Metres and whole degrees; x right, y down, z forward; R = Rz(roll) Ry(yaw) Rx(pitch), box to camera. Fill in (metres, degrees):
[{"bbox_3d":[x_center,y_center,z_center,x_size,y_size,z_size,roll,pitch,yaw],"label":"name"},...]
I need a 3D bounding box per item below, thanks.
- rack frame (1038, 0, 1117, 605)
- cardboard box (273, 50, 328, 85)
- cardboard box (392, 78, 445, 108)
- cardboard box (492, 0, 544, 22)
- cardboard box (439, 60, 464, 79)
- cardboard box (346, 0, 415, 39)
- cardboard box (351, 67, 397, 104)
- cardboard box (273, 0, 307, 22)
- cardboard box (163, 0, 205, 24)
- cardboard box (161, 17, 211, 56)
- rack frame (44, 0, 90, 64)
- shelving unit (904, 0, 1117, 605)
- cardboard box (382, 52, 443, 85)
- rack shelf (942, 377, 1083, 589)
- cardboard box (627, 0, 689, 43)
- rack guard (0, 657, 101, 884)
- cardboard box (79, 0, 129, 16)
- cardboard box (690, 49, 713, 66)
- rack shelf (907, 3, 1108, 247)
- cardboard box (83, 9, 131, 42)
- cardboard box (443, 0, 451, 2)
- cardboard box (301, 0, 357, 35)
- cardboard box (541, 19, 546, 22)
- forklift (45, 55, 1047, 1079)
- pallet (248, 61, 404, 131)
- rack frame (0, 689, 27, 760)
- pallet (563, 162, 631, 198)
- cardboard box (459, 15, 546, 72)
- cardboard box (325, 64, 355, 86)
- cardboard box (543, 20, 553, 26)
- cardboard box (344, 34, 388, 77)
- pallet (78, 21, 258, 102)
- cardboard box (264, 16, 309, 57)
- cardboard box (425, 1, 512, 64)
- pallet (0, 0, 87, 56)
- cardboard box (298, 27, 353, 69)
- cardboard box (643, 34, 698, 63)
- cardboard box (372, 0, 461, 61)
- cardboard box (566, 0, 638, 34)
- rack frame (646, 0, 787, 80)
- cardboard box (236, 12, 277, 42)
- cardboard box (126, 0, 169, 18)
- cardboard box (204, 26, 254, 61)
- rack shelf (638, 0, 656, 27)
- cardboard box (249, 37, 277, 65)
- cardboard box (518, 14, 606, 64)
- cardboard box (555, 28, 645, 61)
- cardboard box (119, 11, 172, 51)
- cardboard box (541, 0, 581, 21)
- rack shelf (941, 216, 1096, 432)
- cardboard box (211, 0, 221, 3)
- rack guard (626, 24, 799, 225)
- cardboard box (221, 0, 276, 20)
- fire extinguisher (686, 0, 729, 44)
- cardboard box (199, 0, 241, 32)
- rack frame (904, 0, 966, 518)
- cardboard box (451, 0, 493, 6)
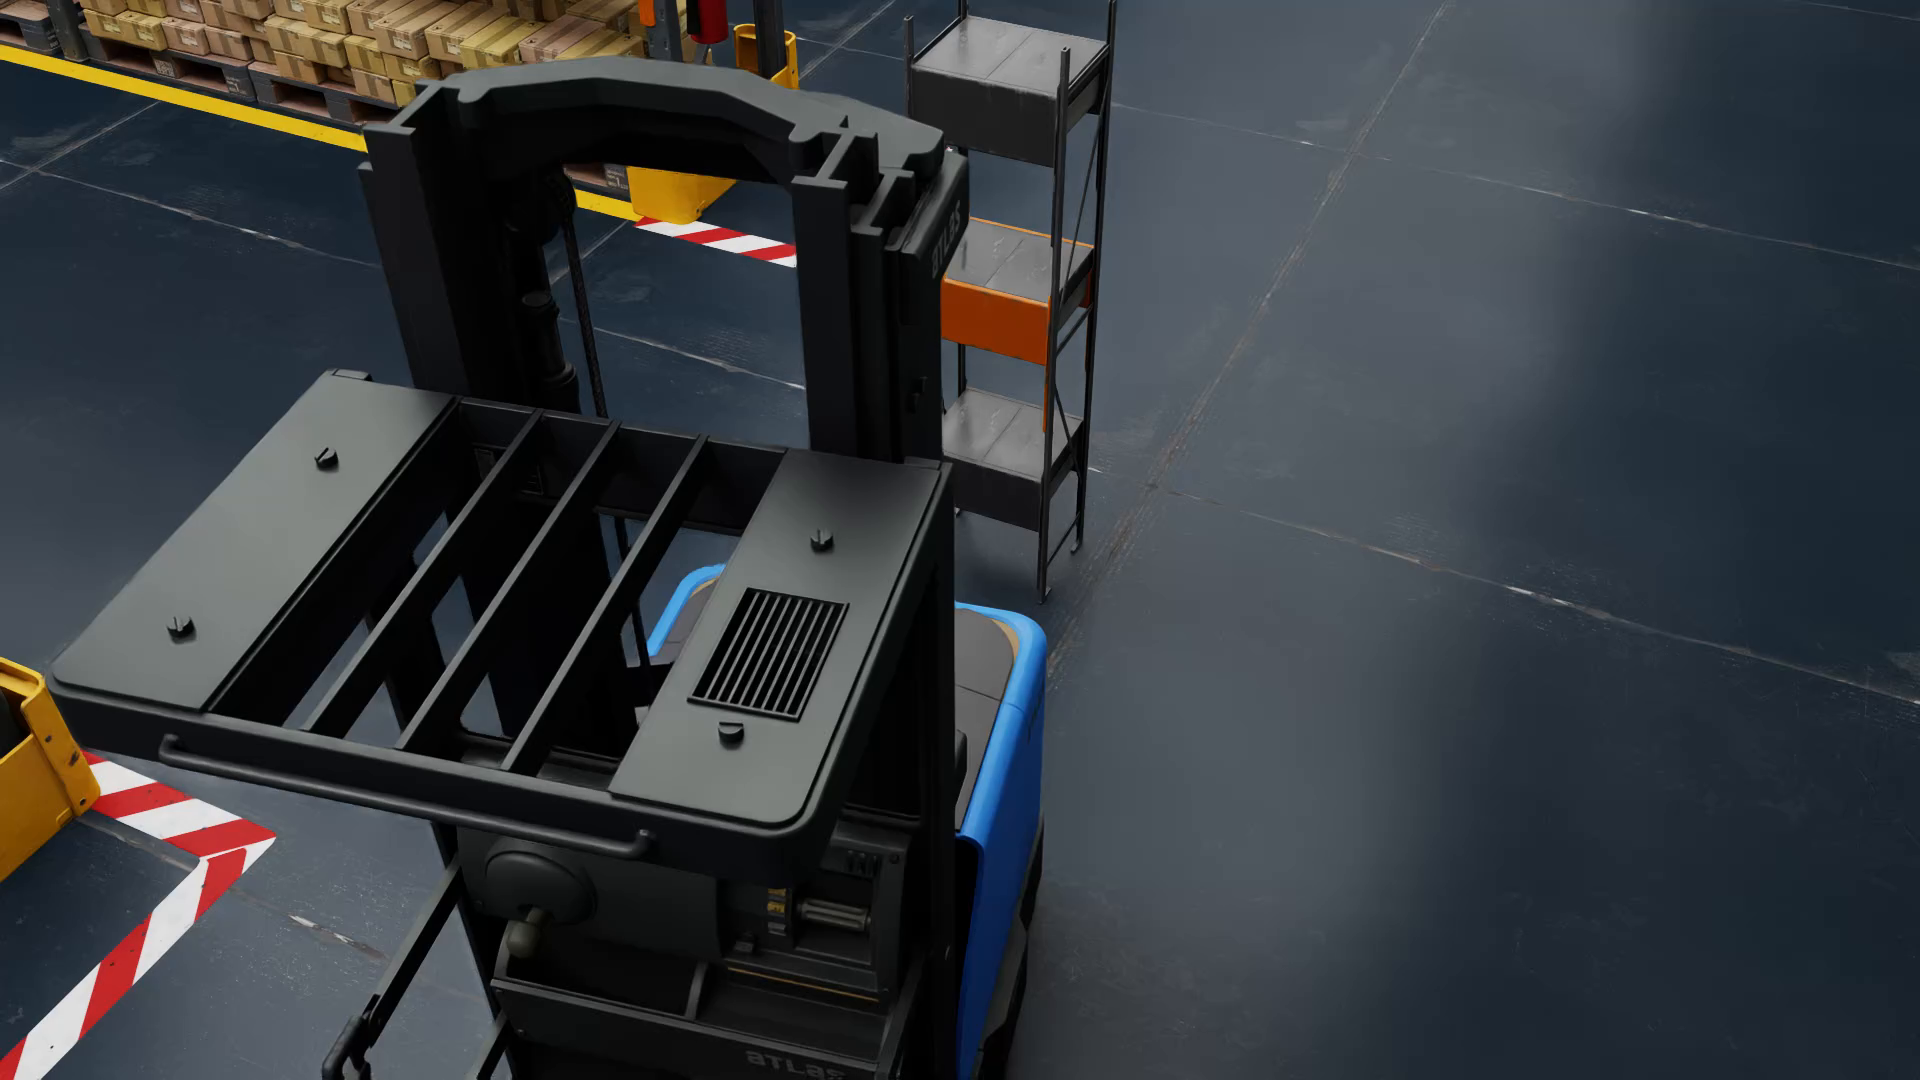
[{"bbox_3d":[0.371,-0.680,5.431,0.015,2.100,0.400,17,44,19],"label":"rack frame"},{"bbox_3d":[-3.385,-2.571,8.782,0.250,0.149,0.380,16,43,17],"label":"cardboard box"},{"bbox_3d":[-2.678,-2.341,8.517,0.250,0.149,0.380,15,43,17],"label":"cardboard box"},{"bbox_3d":[-2.213,-2.832,8.628,0.250,0.149,0.380,15,43,17],"label":"cardboard box"},{"bbox_3d":[-2.418,-2.457,8.424,0.250,0.149,0.380,16,44,18],"label":"cardboard box"},{"bbox_3d":[-2.893,-2.700,8.477,0.250,0.149,0.380,16,43,17],"label":"cardboard box"},{"bbox_3d":[-2.917,-2.429,8.618,0.250,0.149,0.380,18,44,19],"label":"cardboard box"},{"bbox_3d":[-3.349,-2.847,8.647,0.250,0.149,0.380,15,43,17],"label":"cardboard box"},{"bbox_3d":[-4.076,-2.957,9.000,0.250,0.149,0.380,17,44,18],"label":"cardboard box"},{"bbox_3d":[-4.089,-2.794,9.039,0.250,0.149,0.380,17,44,18],"label":"cardboard box"},{"bbox_3d":[-4.772,-4.116,8.708,0.127,3.000,1.000,17,44,19],"label":"rack frame"},{"bbox_3d":[0.150,-0.748,5.509,0.503,2.100,0.431,17,44,19],"label":"shelving unit"},{"bbox_3d":[-2.692,-2.457,8.424,0.250,0.149,0.380,18,44,19],"label":"cardboard box"},{"bbox_3d":[0.150,-0.208,5.977,0.480,0.518,0.431,17,44,19],"label":"rack shelf"},{"bbox_3d":[-1.478,-2.661,8.432,0.250,0.149,0.380,15,43,17],"label":"cardboard box"},{"bbox_3d":[-3.127,0.909,4.820,0.348,0.500,1.175,17,44,19],"label":"rack guard"},{"bbox_3d":[-4.579,-3.019,9.072,0.250,0.149,0.380,19,44,21],"label":"cardboard box"},{"bbox_3d":[-1.487,-2.425,8.613,0.250,0.149,0.380,18,44,19],"label":"cardboard box"},{"bbox_3d":[0.150,-1.266,5.060,0.480,0.518,0.431,17,44,19],"label":"rack shelf"},{"bbox_3d":[-4.578,-2.906,9.168,0.250,0.149,0.380,15,43,17],"label":"cardboard box"},{"bbox_3d":[-2.679,-3.014,8.839,0.250,0.149,0.380,18,44,19],"label":"cardboard box"},{"bbox_3d":[-3.142,-2.756,8.541,0.250,0.149,0.380,17,44,19],"label":"cardboard box"},{"bbox_3d":[-2.183,-2.760,8.773,0.250,0.149,0.380,18,44,20],"label":"cardboard box"},{"bbox_3d":[-0.608,0.765,3.130,1.130,2.935,3.031,9,42,10],"label":"forklift"},{"bbox_3d":[-3.039,-2.560,9.043,1.213,0.211,1.003,17,44,19],"label":"pallet"},{"bbox_3d":[-3.148,-0.042,4.008,0.127,3.000,1.000,17,44,19],"label":"rack frame"},{"bbox_3d":[-1.937,-2.222,8.652,1.213,0.211,1.003,17,44,19],"label":"pallet"},{"bbox_3d":[-2.226,-2.411,8.143,0.250,0.149,0.380,16,43,18],"label":"cardboard box"},{"bbox_3d":[-3.115,-2.543,8.750,0.250,0.149,0.380,18,44,20],"label":"cardboard box"},{"bbox_3d":[-1.997,-2.624,8.616,0.250,0.149,0.380,18,44,19],"label":"cardboard box"},{"bbox_3d":[-2.917,-2.539,8.519,0.250,0.149,0.380,19,44,21],"label":"cardboard box"},{"bbox_3d":[-4.148,-2.897,9.431,1.213,0.211,1.003,17,44,19],"label":"pallet"},{"bbox_3d":[-3.391,-2.682,8.684,0.250,0.149,0.380,17,44,18],"label":"cardboard box"},{"bbox_3d":[-2.434,-2.520,8.269,0.250,0.149,0.380,15,43,17],"label":"cardboard box"},{"bbox_3d":[-5.478,-3.277,9.870,1.213,0.211,1.003,17,44,19],"label":"pallet"},{"bbox_3d":[-3.178,-2.599,8.588,0.250,0.149,0.380,17,44,19],"label":"cardboard box"},{"bbox_3d":[-1.513,-2.500,8.472,0.250,0.149,0.380,19,44,20],"label":"cardboard box"},{"bbox_3d":[-2.701,-2.561,8.317,0.250,0.149,0.380,19,44,20],"label":"cardboard box"},{"bbox_3d":[-1.779,-2.666,8.438,0.250,0.149,0.380,18,44,19],"label":"cardboard box"},{"bbox_3d":[-1.147,-3.008,7.431,0.127,3.000,1.000,17,44,19],"label":"rack frame"},{"bbox_3d":[-3.593,-2.790,8.808,0.250,0.149,0.380,19,44,21],"label":"cardboard box"},{"bbox_3d":[-4.312,-3.003,9.053,0.250,0.149,0.380,17,44,19],"label":"cardboard box"},{"bbox_3d":[-3.838,-2.754,8.993,0.250,0.149,0.380,16,43,18],"label":"cardboard box"},{"bbox_3d":[-2.960,-3.290,8.305,4.000,0.370,1.077,17,44,19],"label":"rack shelf"},{"bbox_3d":[-3.580,-2.700,8.931,0.250,0.149,0.380,15,43,17],"label":"cardboard box"},{"bbox_3d":[-1.937,-2.414,8.147,0.250,0.149,0.380,18,44,19],"label":"cardboard box"},{"bbox_3d":[-1.734,-2.311,8.027,0.250,0.149,0.380,17,44,19],"label":"cardboard box"},{"bbox_3d":[-4.337,-2.832,9.083,0.250,0.149,0.380,18,44,20],"label":"cardboard box"},{"bbox_3d":[-1.953,-2.812,8.606,0.250,0.149,0.380,17,44,19],"label":"cardboard box"},{"bbox_3d":[0.150,-0.737,5.518,0.480,0.518,0.431,17,44,19],"label":"rack shelf"},{"bbox_3d":[-3.827,-2.993,8.815,0.250,0.149,0.380,16,43,18],"label":"cardboard box"},{"bbox_3d":[-1.216,-2.085,8.274,0.348,0.500,1.175,17,44,19],"label":"rack guard"},{"bbox_3d":[-3.631,-2.874,8.677,0.250,0.149,0.380,18,44,20],"label":"cardboard box"},{"bbox_3d":[-1.114,-2.494,7.181,0.183,0.674,0.296,17,44,19],"label":"fire extinguisher"},{"bbox_3d":[-3.832,-2.880,8.912,0.250,0.149,0.380,15,43,16],"label":"cardboard box"},{"bbox_3d":[-0.071,-0.815,5.587,0.015,2.100,0.400,17,44,19],"label":"rack frame"},{"bbox_3d":[-2.460,-2.914,8.723,0.250,0.149,0.380,19,44,20],"label":"cardboard box"}]
